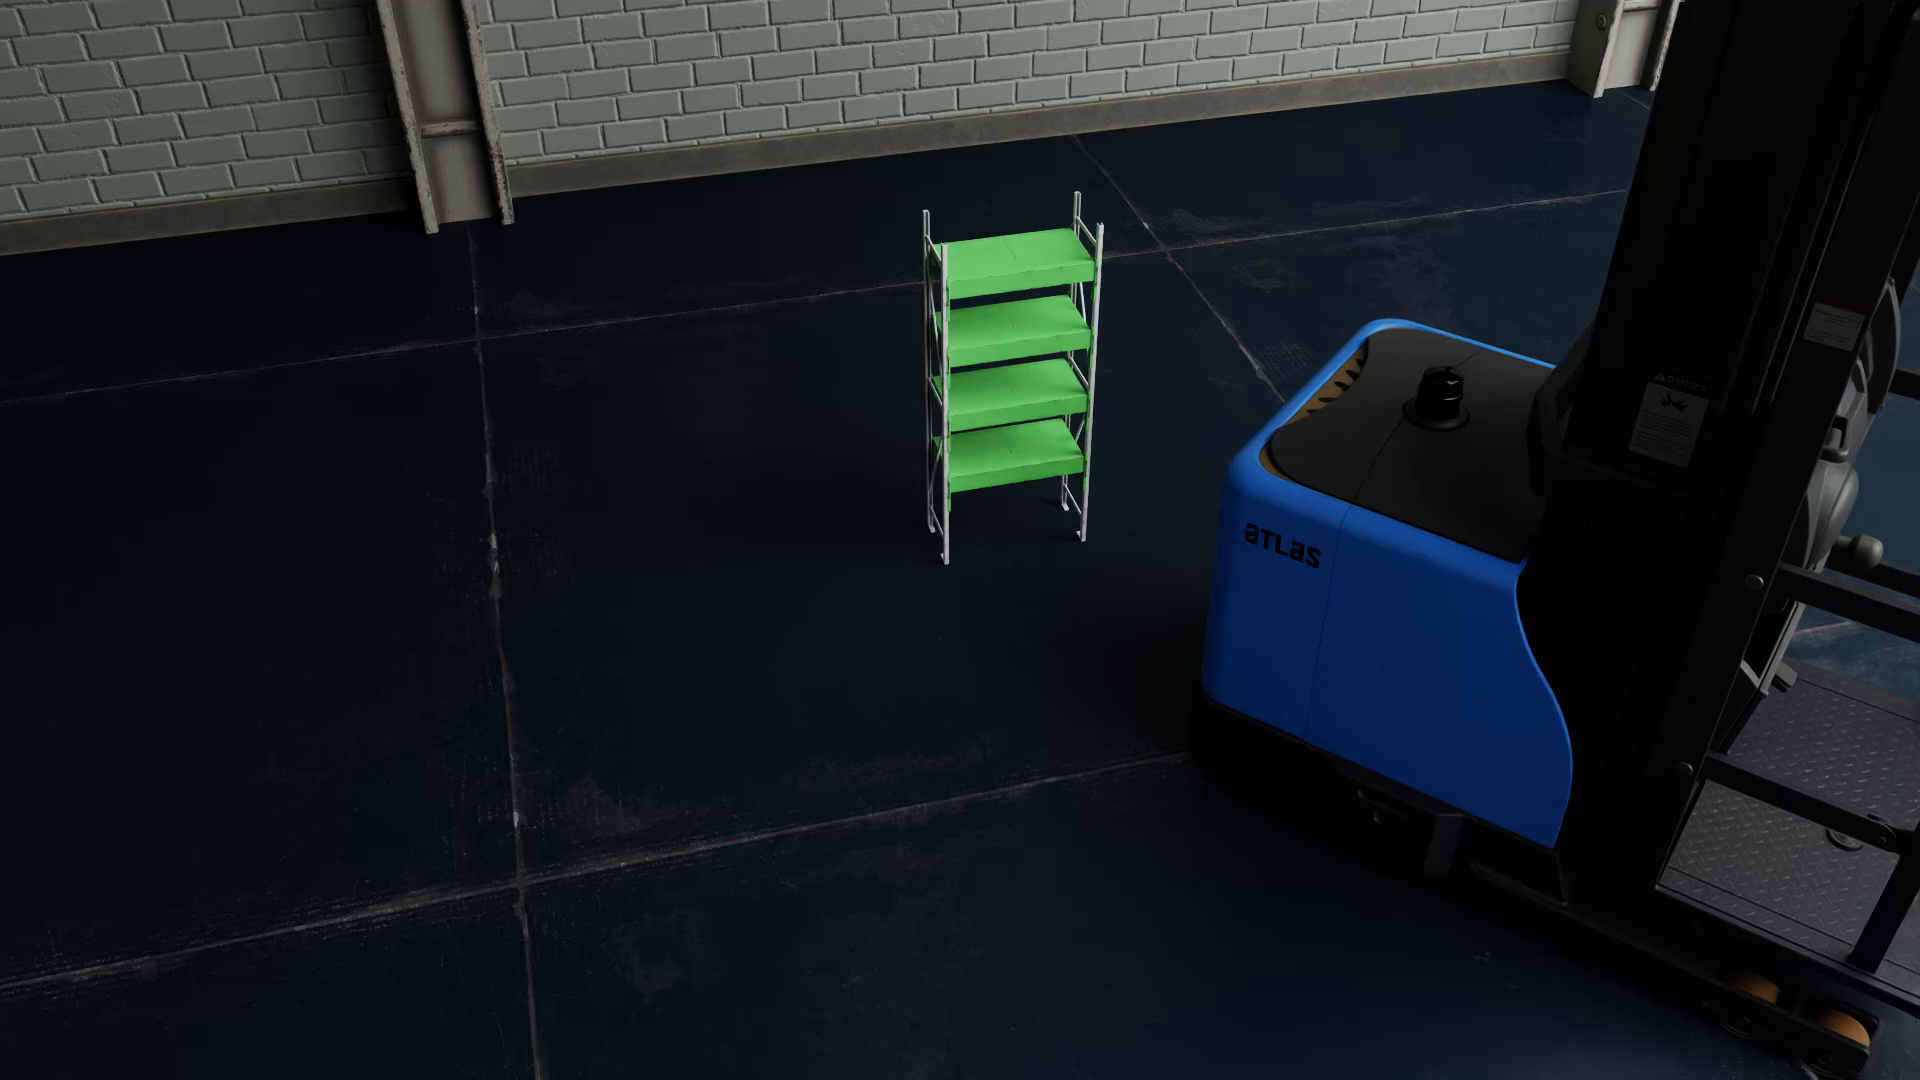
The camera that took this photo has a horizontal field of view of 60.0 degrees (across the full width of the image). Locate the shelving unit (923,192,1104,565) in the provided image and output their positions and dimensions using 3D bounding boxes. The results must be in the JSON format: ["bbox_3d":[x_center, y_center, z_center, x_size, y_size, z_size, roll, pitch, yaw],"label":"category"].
[{"bbox_3d":[0.160,-0.503,5.420,0.503,1.200,0.258,-9,38,-12],"label":"shelving unit"}]

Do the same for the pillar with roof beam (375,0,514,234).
[{"bbox_3d":[-1.161,-2.566,1.698,0.400,9.000,9.100,-9,38,-12],"label":"pillar with roof beam"}]

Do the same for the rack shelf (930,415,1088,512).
[{"bbox_3d":[0.160,-0.261,5.604,0.480,0.148,0.258,-9,38,-12],"label":"rack shelf"}]

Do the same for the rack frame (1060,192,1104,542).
[{"bbox_3d":[0.395,-0.541,5.470,0.015,1.200,0.240,-9,38,-12],"label":"rack frame"}]

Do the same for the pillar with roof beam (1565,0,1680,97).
[{"bbox_3d":[4.631,-3.517,2.941,0.400,9.000,9.100,-9,38,-12],"label":"pillar with roof beam"}]

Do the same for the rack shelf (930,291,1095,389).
[{"bbox_3d":[0.160,-0.643,5.313,0.480,0.148,0.258,-9,38,-12],"label":"rack shelf"}]

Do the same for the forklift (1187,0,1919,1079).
[{"bbox_3d":[2.165,-0.230,3.638,3.031,2.935,1.130,23,43,27],"label":"forklift"}]

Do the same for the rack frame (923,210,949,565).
[{"bbox_3d":[-0.076,-0.464,5.369,0.015,1.200,0.240,-9,38,-12],"label":"rack frame"}]

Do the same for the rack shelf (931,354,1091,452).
[{"bbox_3d":[0.160,-0.452,5.459,0.480,0.148,0.258,-9,38,-12],"label":"rack shelf"}]

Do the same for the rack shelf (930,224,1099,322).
[{"bbox_3d":[0.160,-0.833,5.167,0.480,0.148,0.258,-9,38,-12],"label":"rack shelf"}]
